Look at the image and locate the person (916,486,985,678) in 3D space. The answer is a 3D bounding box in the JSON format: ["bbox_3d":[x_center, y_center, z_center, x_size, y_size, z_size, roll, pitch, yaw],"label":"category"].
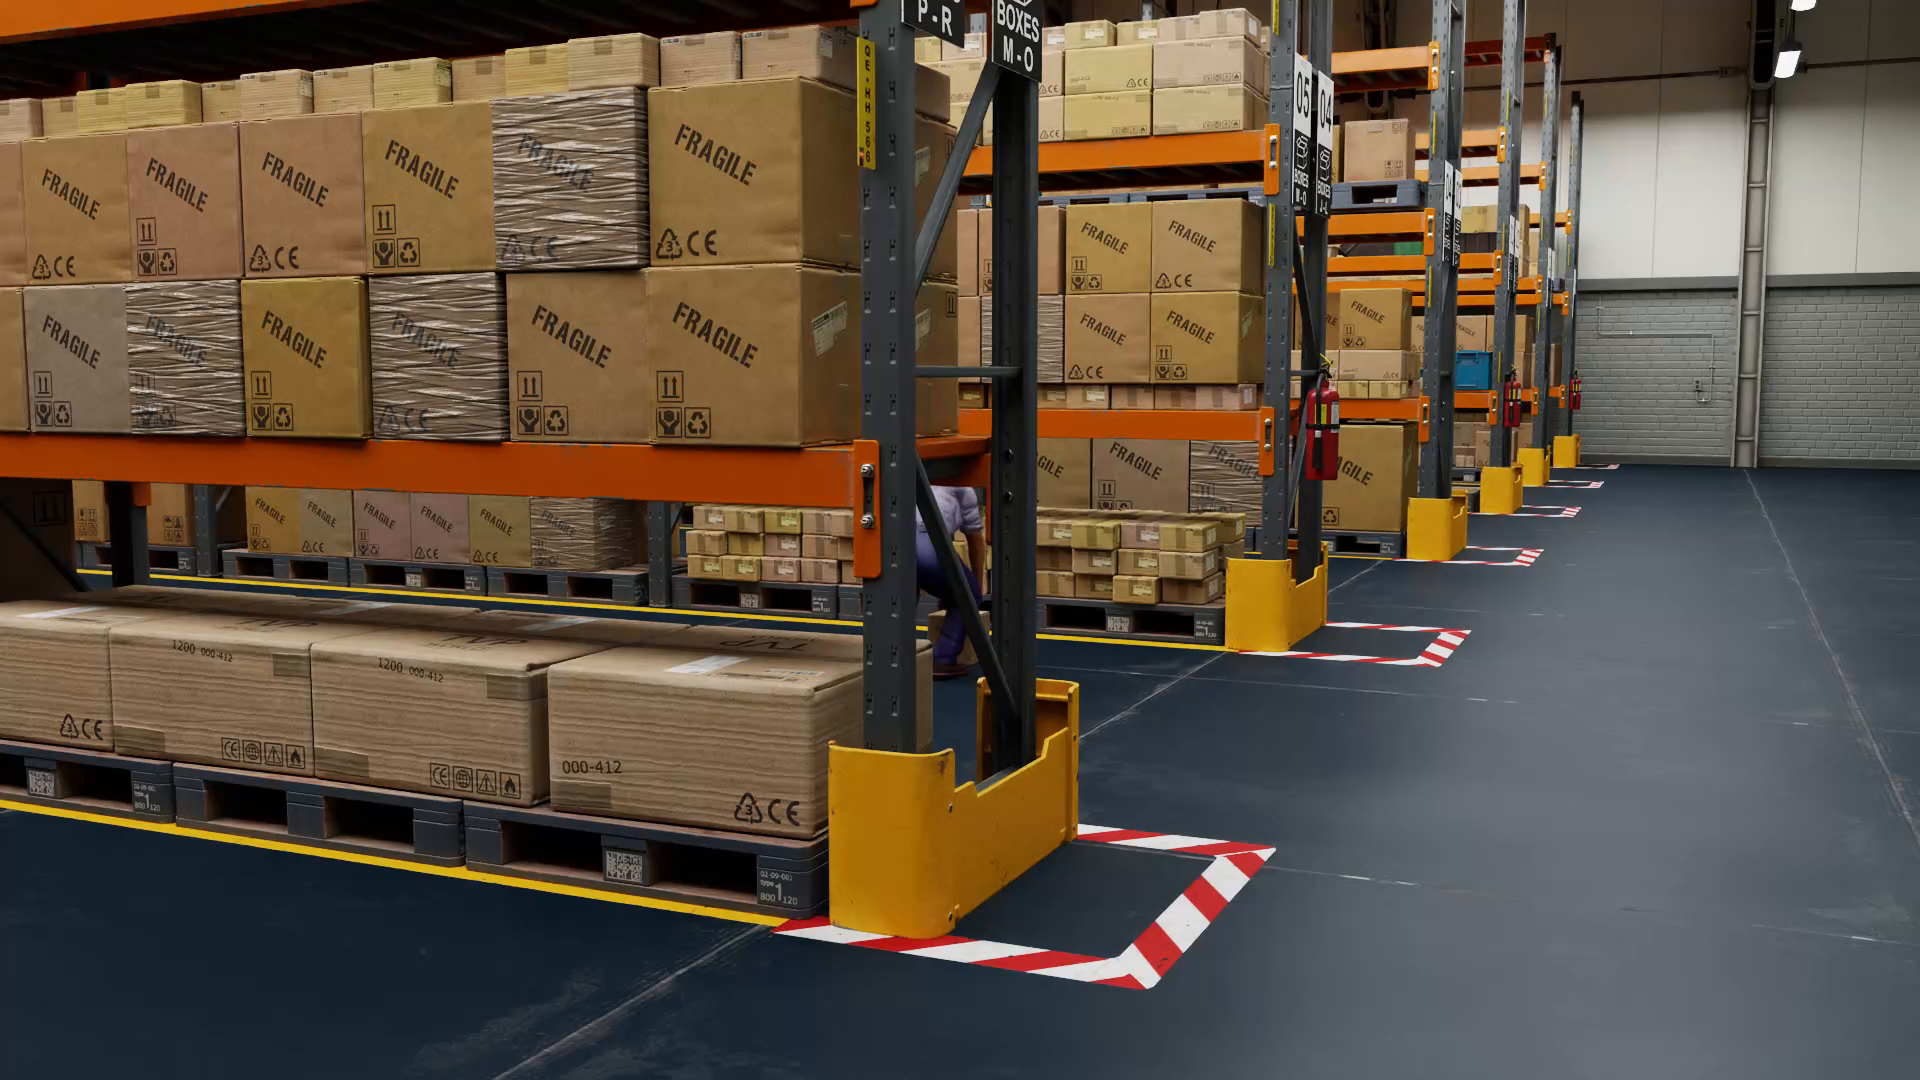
[{"bbox_3d":[-0.181,0.106,8.382,0.539,1.141,0.762,2,6,24],"label":"person"}]
